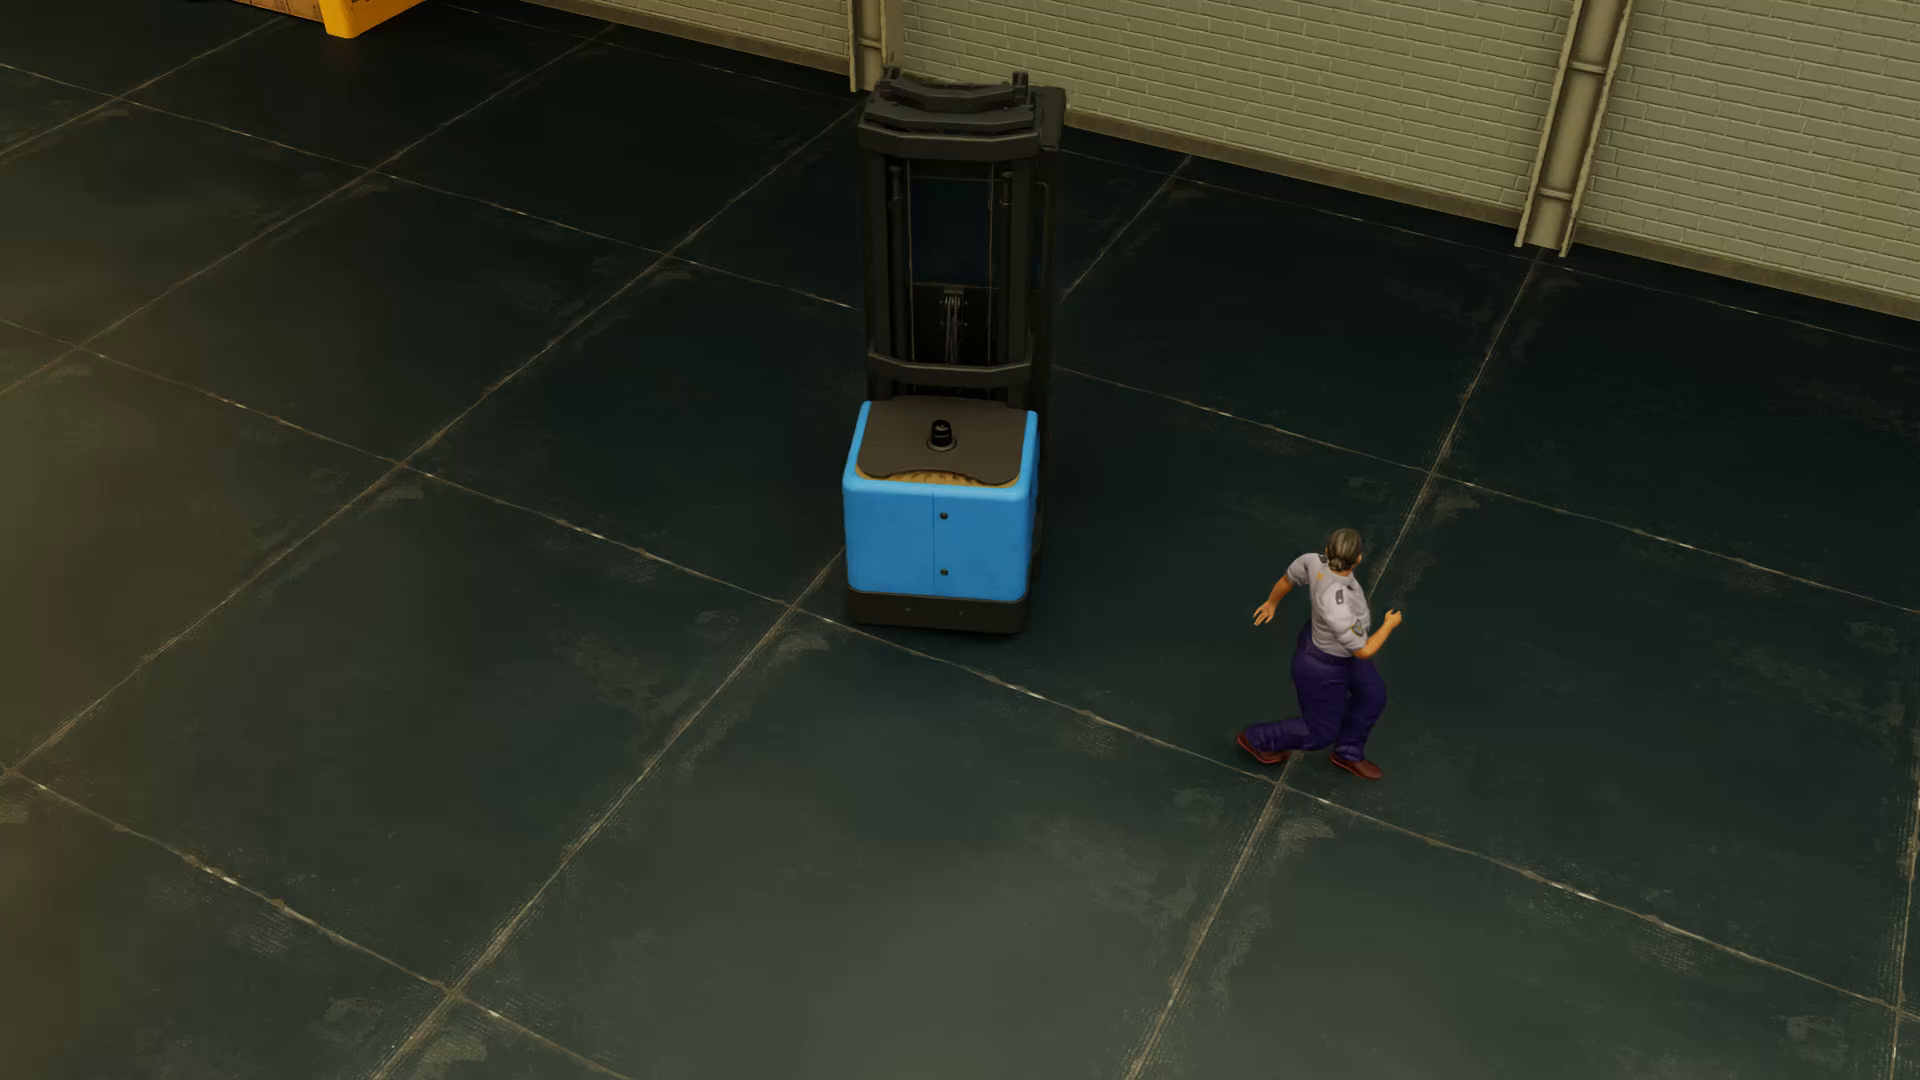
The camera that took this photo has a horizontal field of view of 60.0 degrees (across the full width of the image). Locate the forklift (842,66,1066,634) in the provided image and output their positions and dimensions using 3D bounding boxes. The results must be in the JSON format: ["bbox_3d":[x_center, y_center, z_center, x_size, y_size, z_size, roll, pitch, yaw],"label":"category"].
[{"bbox_3d":[0.014,-1.528,9.801,1.130,2.935,3.031,4,40,5],"label":"forklift"}]

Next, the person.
[{"bbox_3d":[1.853,0.574,8.391,0.817,1.571,0.521,11,41,13],"label":"person"}]
